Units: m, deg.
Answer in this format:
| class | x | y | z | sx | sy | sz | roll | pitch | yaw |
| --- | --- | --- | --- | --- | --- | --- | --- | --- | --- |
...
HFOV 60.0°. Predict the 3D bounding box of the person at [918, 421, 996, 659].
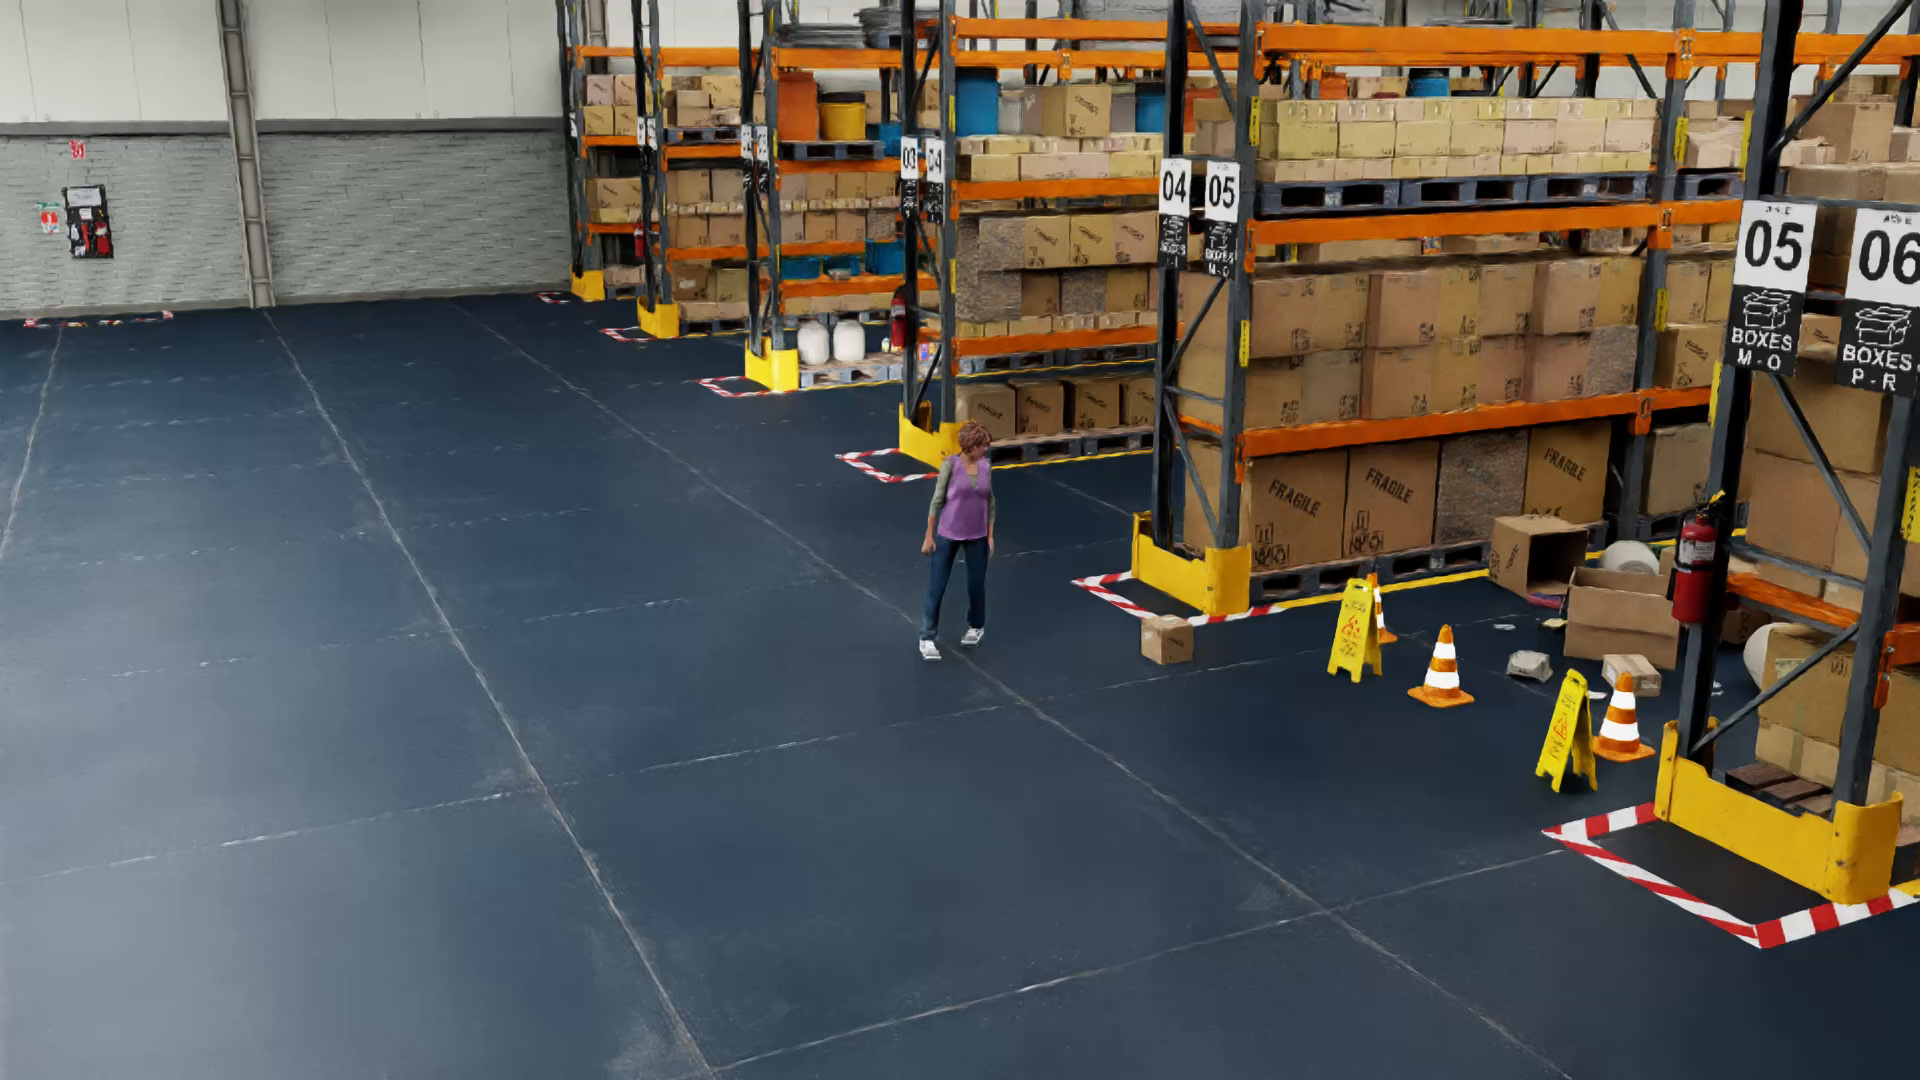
| class | x | y | z | sx | sy | sz | roll | pitch | yaw |
| --- | --- | --- | --- | --- | --- | --- | --- | --- | --- |
| person | -0.017 | -0.008 | 11.122 | 0.544 | 1.559 | 0.442 | -4 | 16 | -13 |
